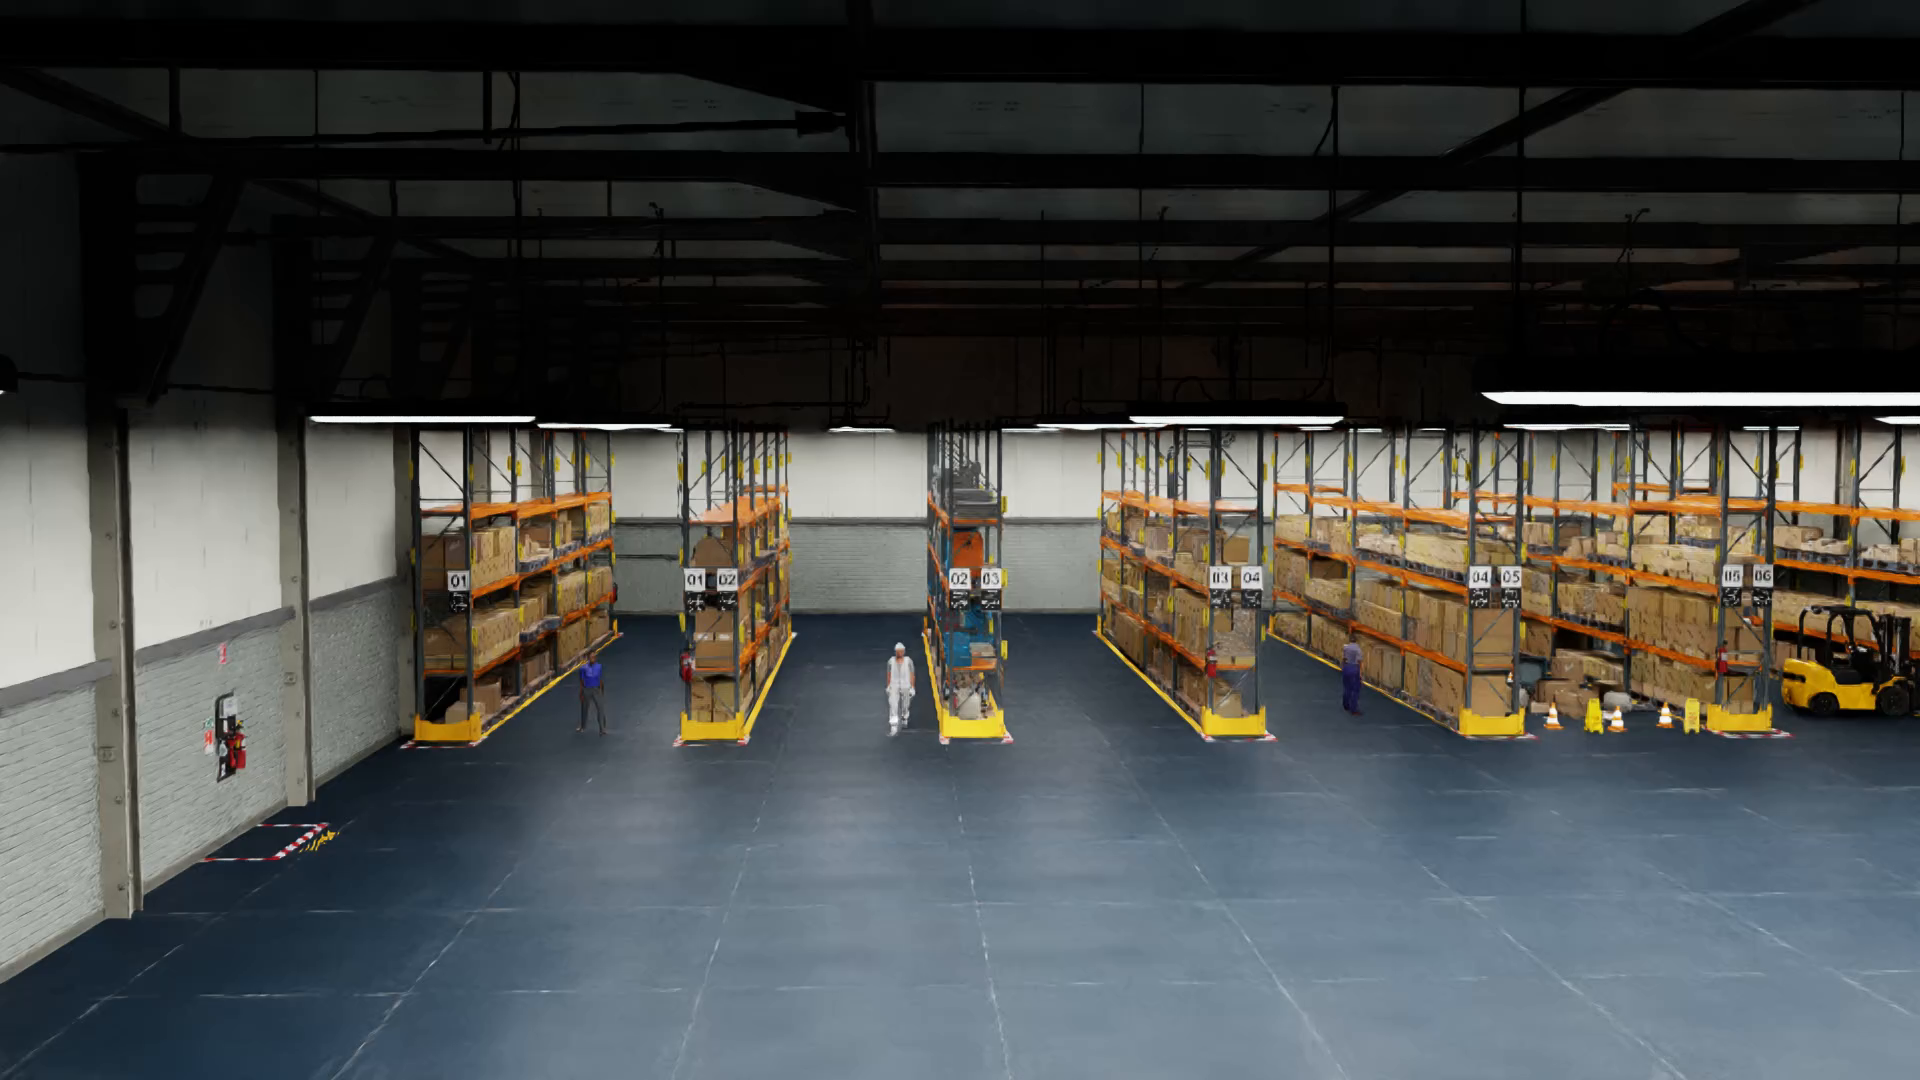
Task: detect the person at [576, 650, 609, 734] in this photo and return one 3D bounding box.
[{"bbox_3d":[-7.025,2.892,31.709,0.494,1.605,0.937,-2,4,-25],"label":"person"}]

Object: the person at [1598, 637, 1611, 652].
[{"bbox_3d":[16.278,2.193,41.869,0.441,1.675,0.496,-2,4,-34],"label":"person"}]

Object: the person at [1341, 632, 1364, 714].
[{"bbox_3d":[8.051,2.712,34.005,0.430,1.653,0.530,-2,4,-33],"label":"person"}]

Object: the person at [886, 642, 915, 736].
[{"bbox_3d":[-1.137,2.817,31.640,0.565,1.759,0.974,0,4,-1],"label":"person"}]

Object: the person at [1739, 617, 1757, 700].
[{"bbox_3d":[16.838,2.537,35.734,0.580,1.763,0.671,2,4,29],"label":"person"}]
